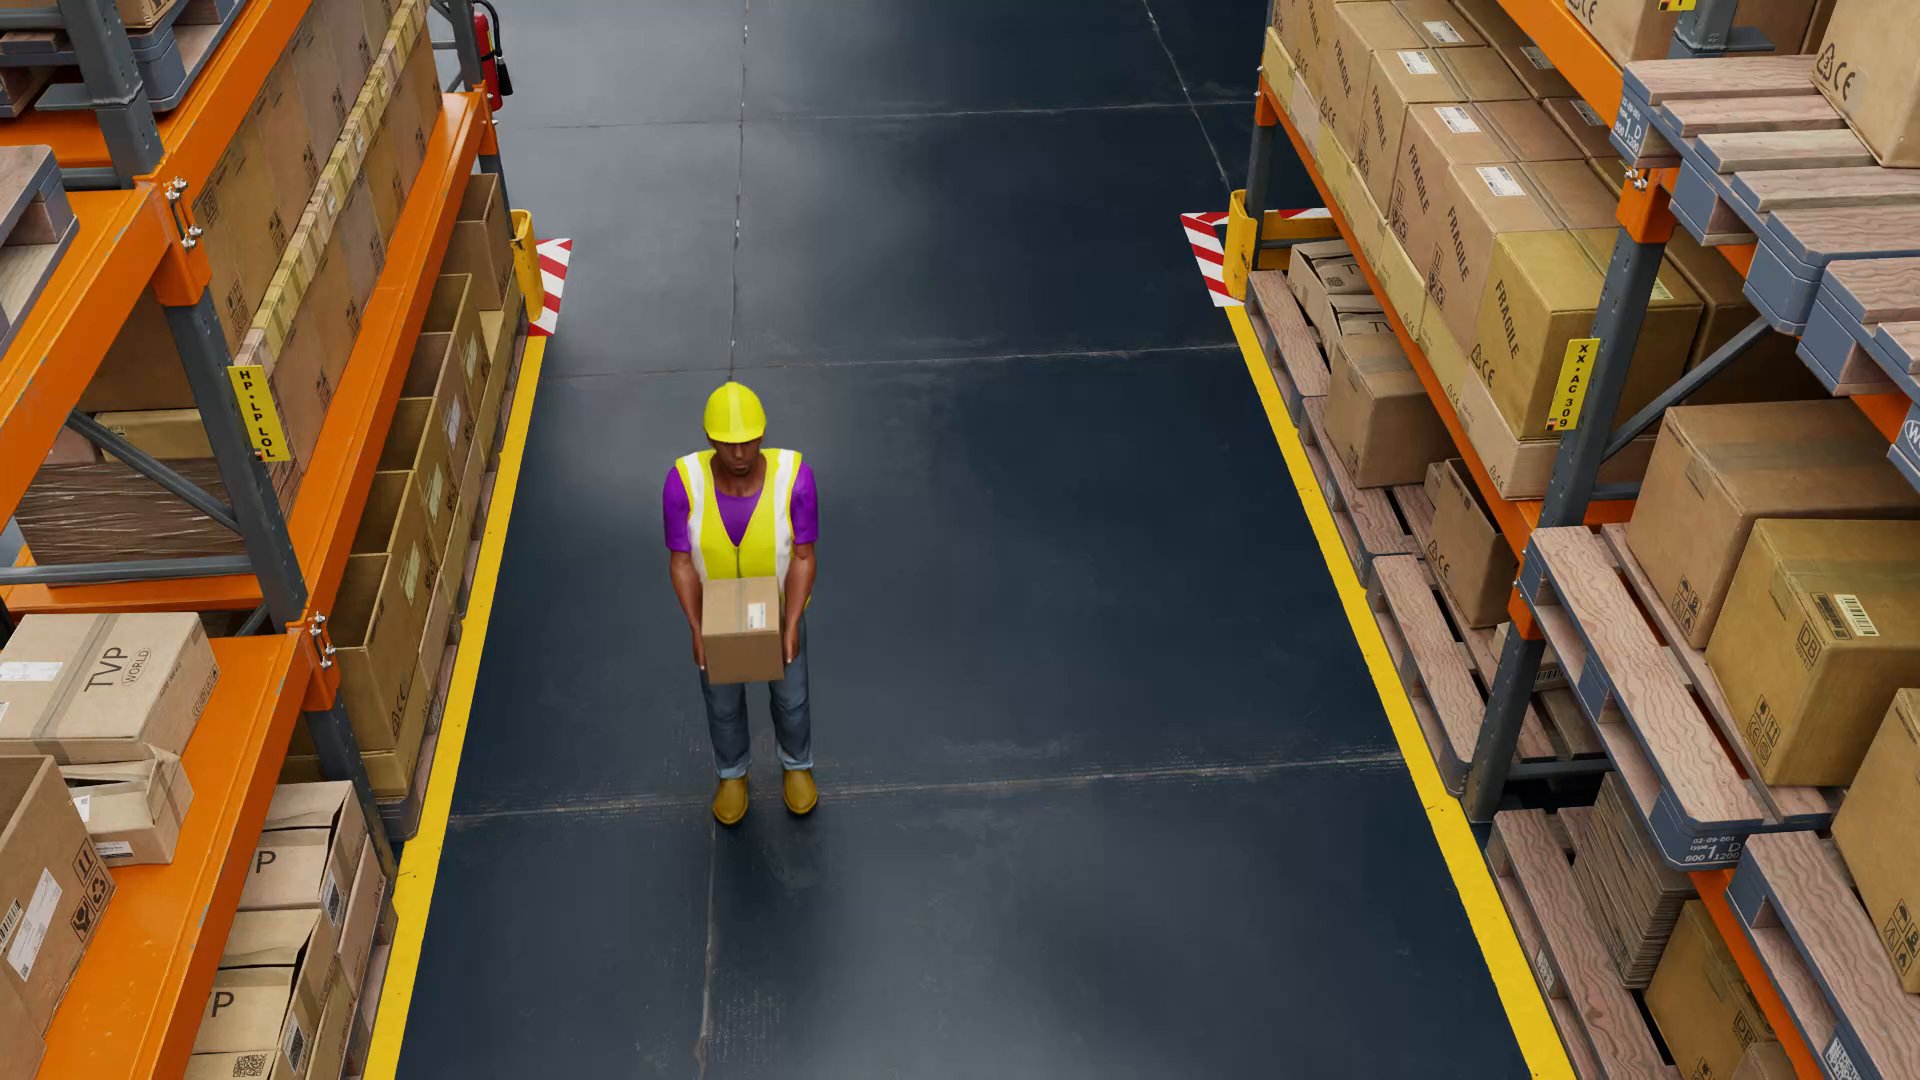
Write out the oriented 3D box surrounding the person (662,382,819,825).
[{"bbox_3d":[-0.728,0.295,5.770,0.521,1.767,0.573,-3,39,-4],"label":"person"}]
